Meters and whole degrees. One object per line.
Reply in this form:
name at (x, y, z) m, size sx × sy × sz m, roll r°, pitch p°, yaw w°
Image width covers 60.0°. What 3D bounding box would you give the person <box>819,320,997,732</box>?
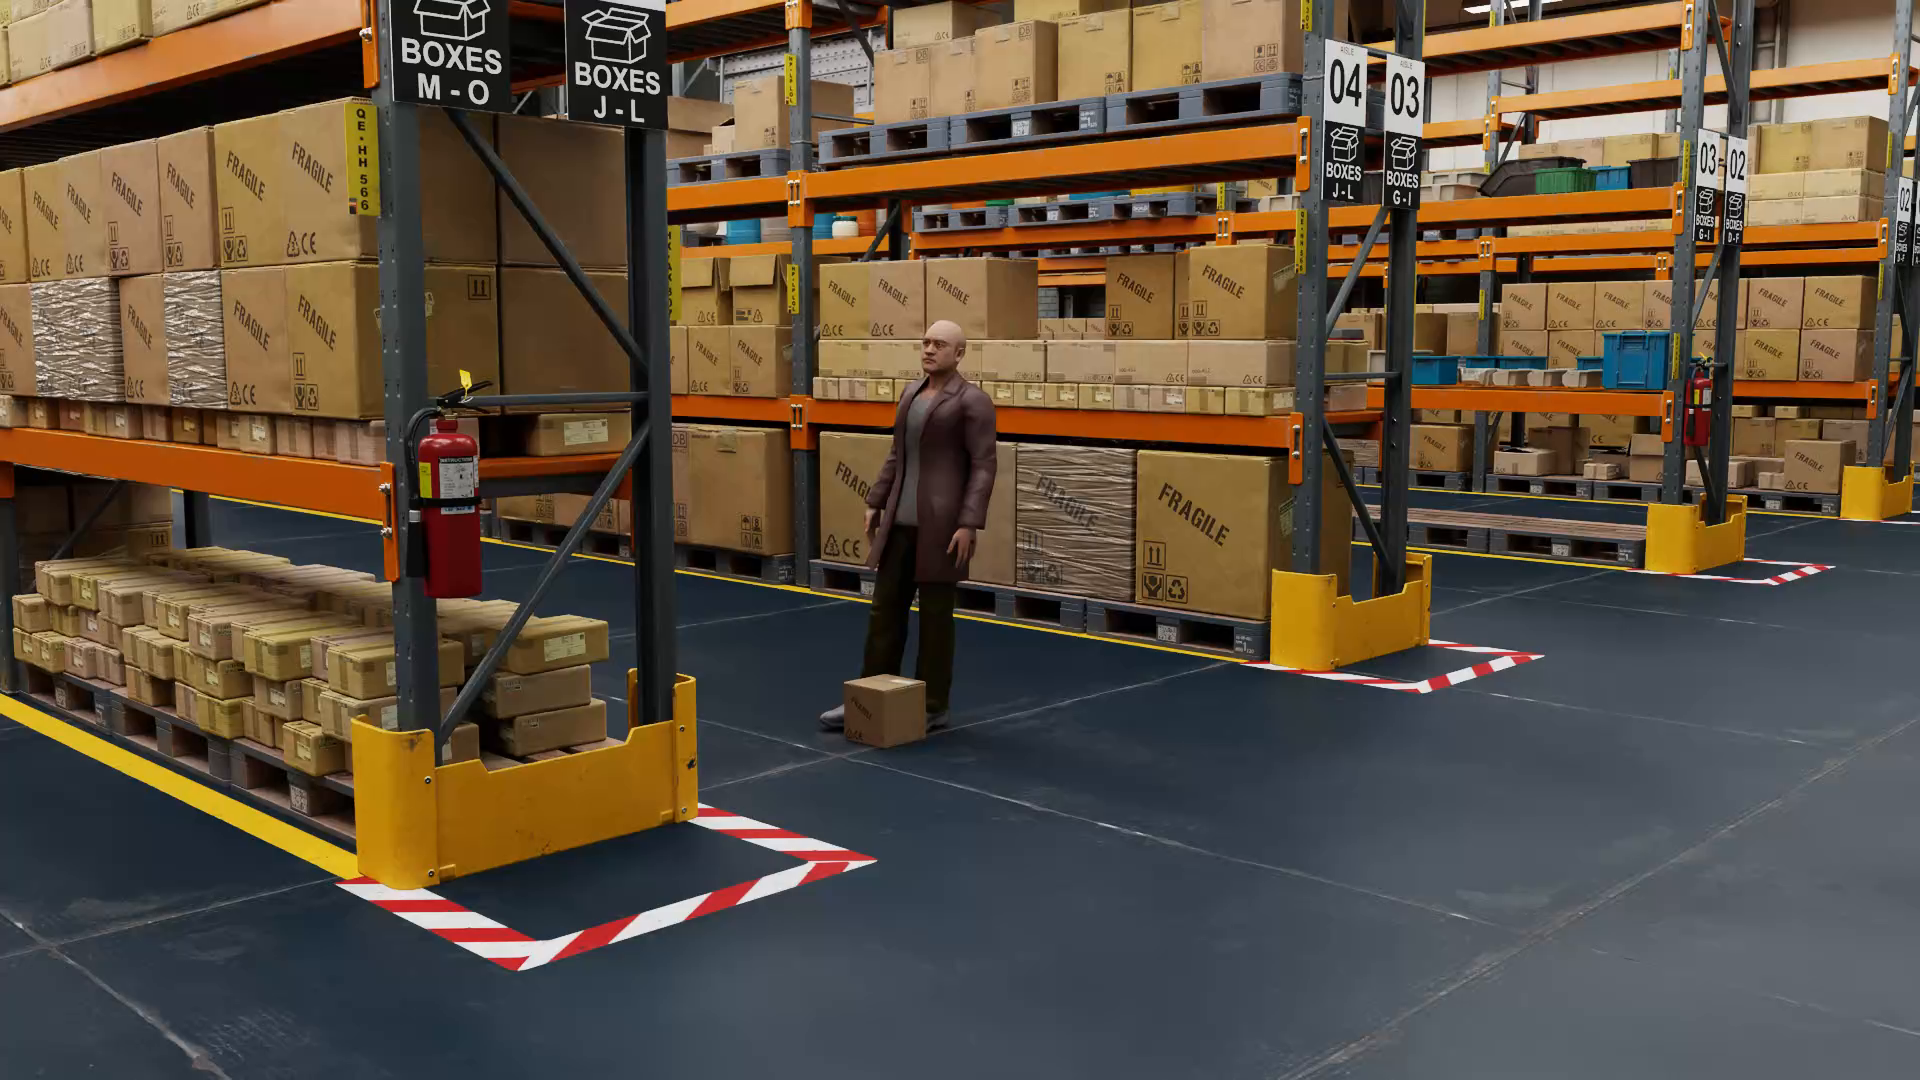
person at (-0.207, -0.054, 7.182) m, size 0.698 × 1.777 × 0.580 m, roll 7°, pitch 10°, yaw 43°
